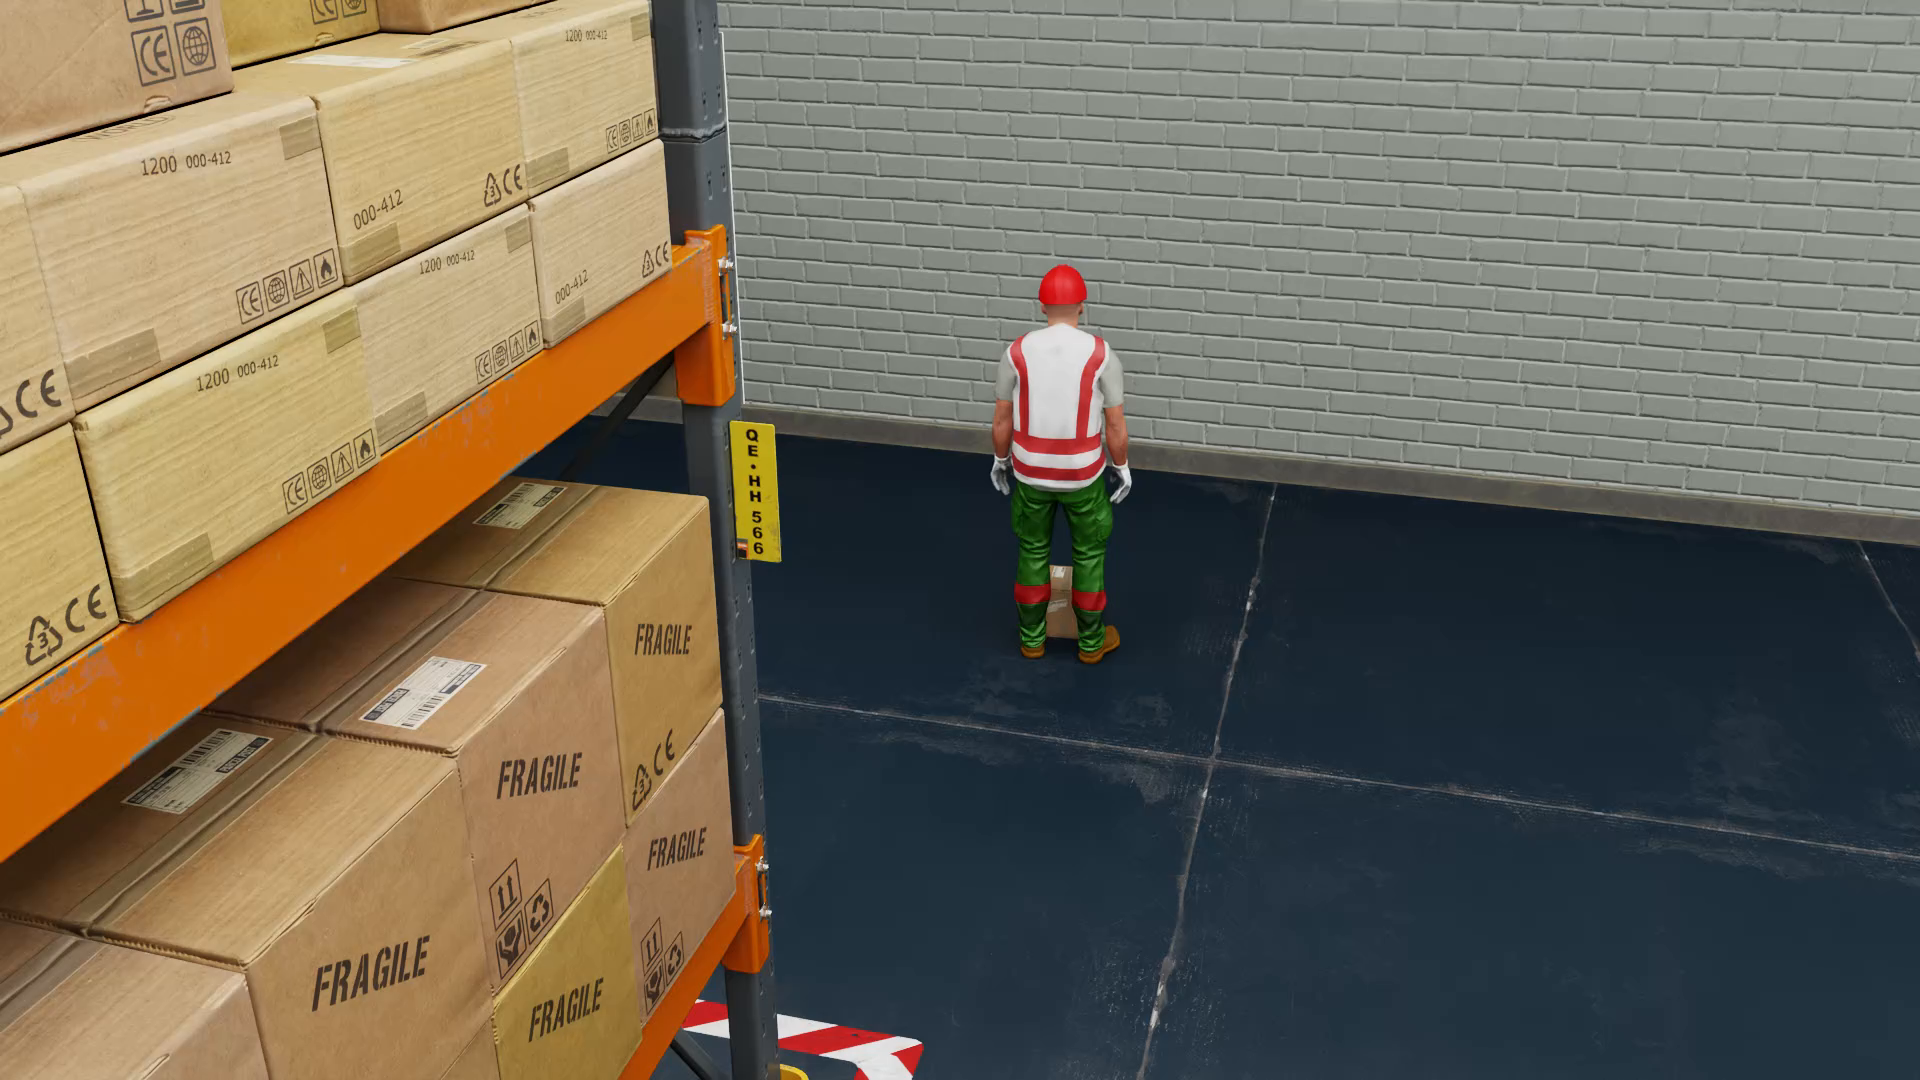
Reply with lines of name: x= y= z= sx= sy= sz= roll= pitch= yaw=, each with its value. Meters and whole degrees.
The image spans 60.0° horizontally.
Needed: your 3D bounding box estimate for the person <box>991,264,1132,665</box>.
person: x=0.439 y=-0.311 z=7.253 sx=0.621 sy=1.779 sz=0.453 roll=6 pitch=26 yaw=12
